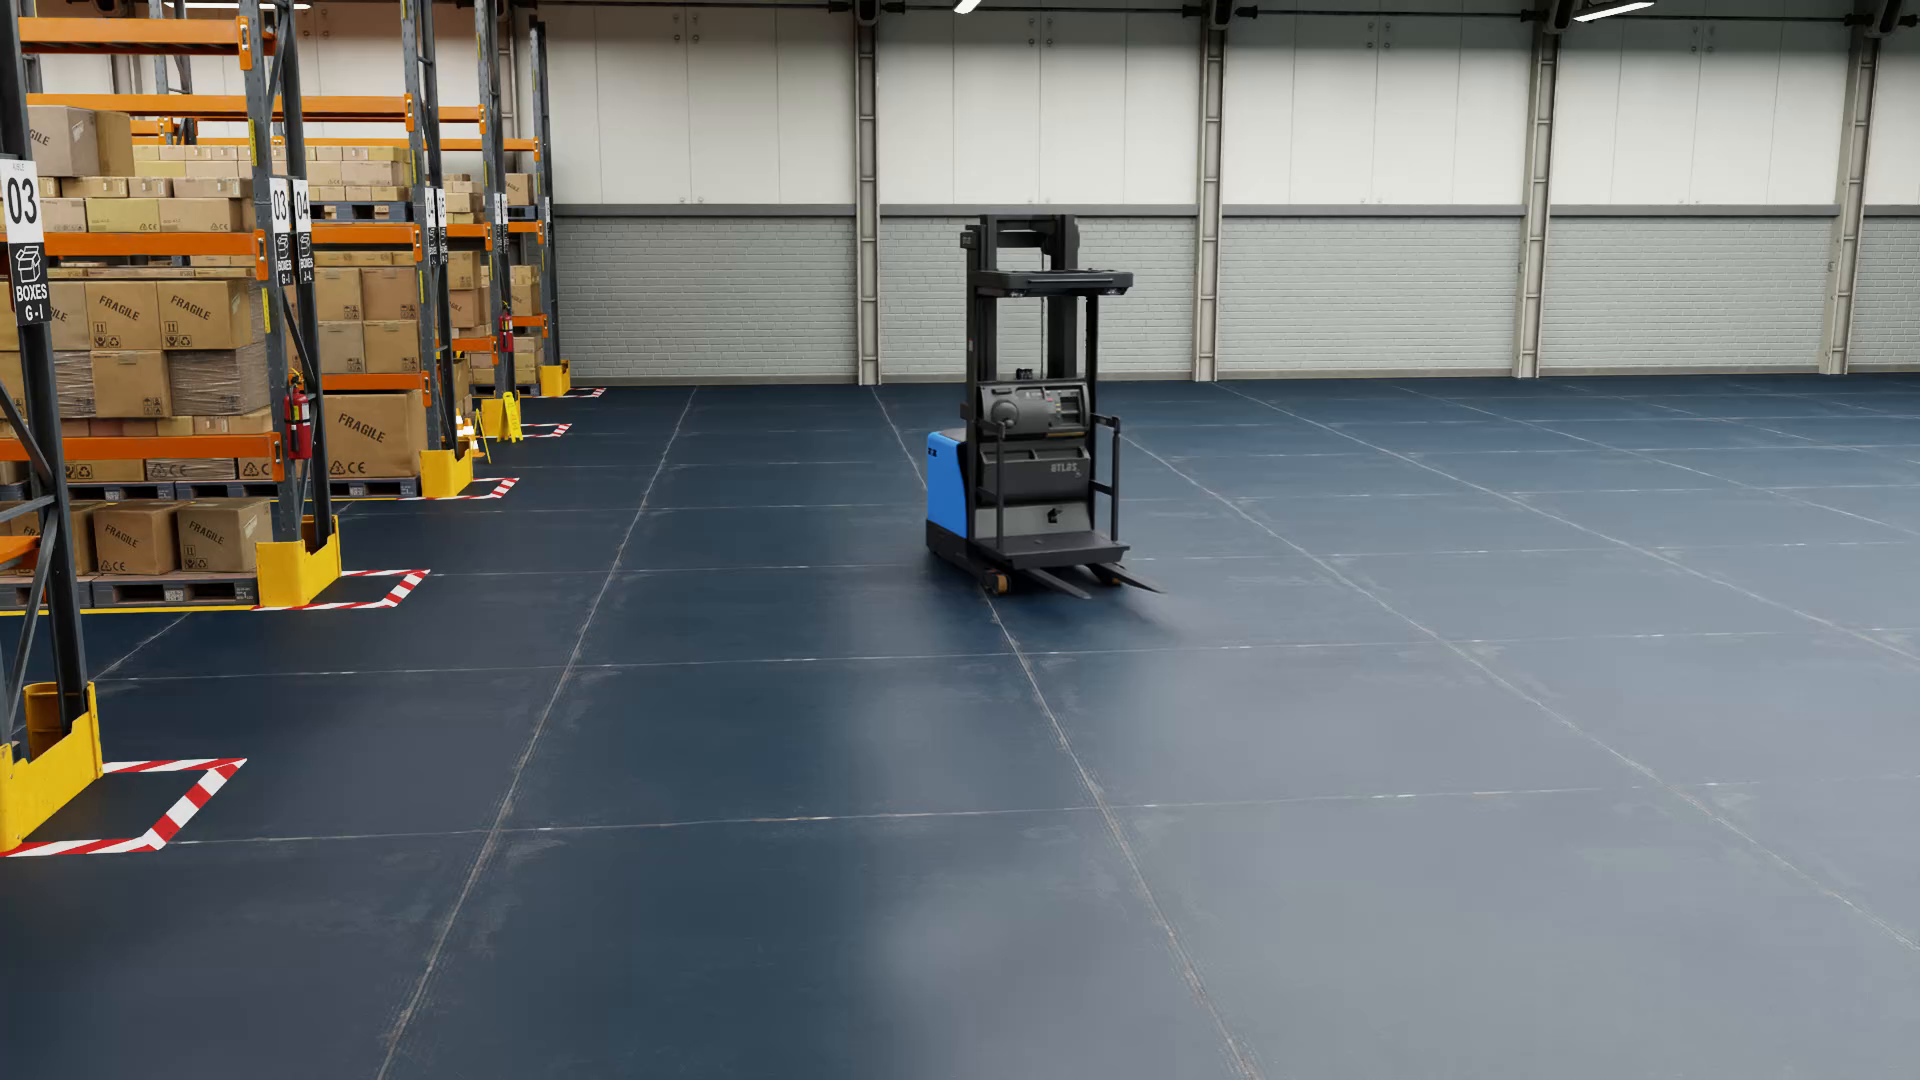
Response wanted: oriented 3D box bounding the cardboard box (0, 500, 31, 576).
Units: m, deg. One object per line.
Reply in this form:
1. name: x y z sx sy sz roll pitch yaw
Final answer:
1. cardboard box: -7.550 -0.013 12.931 0.500 0.500 0.500 -2 11 -11

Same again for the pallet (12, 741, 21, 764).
1. pallet: -5.496 1.270 8.243 1.213 0.211 1.003 -1 11 -6

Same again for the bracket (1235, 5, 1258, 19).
1. bracket: 4.829 -8.986 28.298 0.430 0.232 0.235 -1 11 -6

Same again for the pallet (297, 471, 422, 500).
1. pallet: -6.374 -0.628 17.898 1.213 0.211 1.003 -1 11 -6

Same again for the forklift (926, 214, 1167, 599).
1. forklift: 0.683 -1.095 13.222 1.130 2.935 3.031 -4 12 -20

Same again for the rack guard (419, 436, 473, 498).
1. rack guard: -5.564 -0.802 18.033 0.348 0.500 1.175 -1 11 -6

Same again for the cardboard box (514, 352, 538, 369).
1. cardboard box: -7.213 -2.959 27.269 0.500 0.250 0.500 -1 11 -7

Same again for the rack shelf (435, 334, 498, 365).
1. rack shelf: -8.211 -2.581 22.465 4.000 0.370 1.077 -1 11 -6

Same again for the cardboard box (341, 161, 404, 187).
1. cardboard box: -6.044 -3.764 17.112 0.500 0.250 0.500 -1 11 -5

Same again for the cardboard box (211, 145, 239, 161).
1. cardboard box: -7.402 -3.919 16.869 0.250 0.149 0.380 -1 11 -6

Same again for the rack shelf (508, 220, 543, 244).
1. rack shelf: -8.751 -5.004 27.017 4.000 0.370 1.077 -1 11 -6

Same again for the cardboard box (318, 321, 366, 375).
1. cardboard box: -6.496 -2.070 17.612 0.550 0.550 0.875 -1 11 -6

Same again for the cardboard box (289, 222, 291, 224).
1. cardboard box: -8.842 -4.222 21.825 0.250 0.149 0.380 -2 11 -8

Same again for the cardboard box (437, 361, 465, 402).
1. cardboard box: -6.991 -2.133 22.421 0.500 0.500 0.500 -1 11 -6

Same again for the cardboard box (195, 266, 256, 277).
1. cardboard box: -7.582 -2.580 17.411 0.500 0.550 0.875 -1 11 -6

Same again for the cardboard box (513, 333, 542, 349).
1. cardboard box: -7.261 -3.301 27.711 0.500 0.250 0.500 -1 11 -7

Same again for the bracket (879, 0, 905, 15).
1. bracket: -1.136 -8.861 27.662 0.430 0.232 0.235 -1 11 -6

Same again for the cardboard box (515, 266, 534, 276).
1. cardboard box: -7.096 -4.392 27.105 0.250 0.149 0.380 -1 11 -6

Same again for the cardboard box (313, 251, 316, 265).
1. cardboard box: -8.726 -3.557 21.944 0.500 0.500 0.700 -1 11 -7

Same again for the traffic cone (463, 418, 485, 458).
1. traffic cone: -6.053 -1.268 20.502 0.334 0.463 0.336 -1 11 -6

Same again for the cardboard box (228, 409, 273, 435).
1. cardboard box: -5.414 -0.906 12.733 0.250 0.149 0.380 -1 11 -6

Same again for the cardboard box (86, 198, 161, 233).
1. cardboard box: -6.101 -2.403 12.311 0.500 0.250 0.500 -1 11 -6

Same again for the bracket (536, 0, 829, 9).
1. bracket: -4.523 -8.790 27.301 4.783 0.066 0.076 -1 11 -6

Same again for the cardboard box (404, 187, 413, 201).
1. cardboard box: -5.963 -3.686 17.751 0.250 0.149 0.380 -1 11 -6

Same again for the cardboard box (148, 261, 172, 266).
1. cardboard box: -10.705 -3.669 22.337 0.250 0.149 0.380 -1 11 -6

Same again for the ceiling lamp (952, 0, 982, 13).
1. ceiling lamp: 0.393 -9.138 23.272 0.800 3.185 2.000 -1 11 -6

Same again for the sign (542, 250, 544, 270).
1. sign: -6.718 -4.507 26.784 0.005 0.325 0.100 -1 11 -6

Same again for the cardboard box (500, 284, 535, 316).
1. cardboard box: -7.223 -3.915 27.131 0.500 0.500 0.500 -1 11 -7

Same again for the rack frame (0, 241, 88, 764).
1. rack frame: -4.618 -0.125 8.109 0.127 3.000 1.000 -1 11 -6

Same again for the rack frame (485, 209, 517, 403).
1. rack frame: -6.223 -2.975 22.608 0.127 3.000 1.000 -1 11 -6

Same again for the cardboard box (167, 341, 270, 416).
1. cardboard box: -5.702 -1.264 12.871 0.500 0.500 0.875 -1 11 -6

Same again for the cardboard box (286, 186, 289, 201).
1. cardboard box: -6.894 -3.539 17.001 0.250 0.149 0.380 -1 11 -7

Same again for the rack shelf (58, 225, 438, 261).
1. rack shelf: -7.576 -3.105 17.358 4.000 0.370 1.077 -1 11 -6

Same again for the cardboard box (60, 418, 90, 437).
1. cardboard box: -6.655 -0.877 12.585 0.250 0.149 0.380 -1 11 -6

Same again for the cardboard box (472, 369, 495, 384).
1. cardboard box: -7.691 -2.705 27.273 0.500 0.250 0.500 -1 11 -6

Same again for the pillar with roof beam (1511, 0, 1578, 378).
1. pillar with roof beam: 10.808 -6.578 25.384 0.548 9.000 9.100 -1 11 -6

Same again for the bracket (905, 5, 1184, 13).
1. bracket: 1.442 -8.915 27.937 4.783 0.066 0.076 -1 11 -6

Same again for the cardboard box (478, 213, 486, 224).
1. cardboard box: -6.588 -4.379 22.624 0.250 0.149 0.380 -1 11 -6

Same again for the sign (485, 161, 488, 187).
1. sign: -6.183 -4.775 21.689 0.005 0.325 0.100 -1 11 -6

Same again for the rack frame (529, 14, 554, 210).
1. rack frame: -6.763 -6.871 26.871 0.127 3.000 1.000 -1 11 -6

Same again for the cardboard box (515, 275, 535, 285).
1. cardboard box: -7.077 -4.233 27.067 0.250 0.149 0.380 -1 11 -5

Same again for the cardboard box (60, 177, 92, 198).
1. cardboard box: -6.433 -2.602 12.290 0.250 0.149 0.380 -1 11 -5

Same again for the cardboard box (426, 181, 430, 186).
1. cardboard box: -7.039 -4.644 21.907 0.250 0.149 0.380 -1 11 -7

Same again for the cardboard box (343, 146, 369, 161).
1. cardboard box: -6.134 -3.946 17.006 0.250 0.149 0.380 -1 11 -6

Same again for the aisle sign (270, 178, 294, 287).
1. aisle sign: -5.059 -2.294 12.404 0.004 0.787 0.394 -1 11 -6

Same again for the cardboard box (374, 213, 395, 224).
1. cardboard box: -7.561 -4.245 21.944 0.250 0.149 0.380 -1 11 -7

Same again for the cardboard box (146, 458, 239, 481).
1. cardboard box: -8.036 -1.127 17.628 0.875 0.875 0.875 -1 11 -6

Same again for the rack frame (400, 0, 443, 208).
1. rack frame: -5.588 -4.972 17.211 0.127 3.000 1.000 -1 11 -6

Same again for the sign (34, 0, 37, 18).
1. sign: -9.600 -5.531 17.226 0.005 0.325 0.100 -1 11 -6
